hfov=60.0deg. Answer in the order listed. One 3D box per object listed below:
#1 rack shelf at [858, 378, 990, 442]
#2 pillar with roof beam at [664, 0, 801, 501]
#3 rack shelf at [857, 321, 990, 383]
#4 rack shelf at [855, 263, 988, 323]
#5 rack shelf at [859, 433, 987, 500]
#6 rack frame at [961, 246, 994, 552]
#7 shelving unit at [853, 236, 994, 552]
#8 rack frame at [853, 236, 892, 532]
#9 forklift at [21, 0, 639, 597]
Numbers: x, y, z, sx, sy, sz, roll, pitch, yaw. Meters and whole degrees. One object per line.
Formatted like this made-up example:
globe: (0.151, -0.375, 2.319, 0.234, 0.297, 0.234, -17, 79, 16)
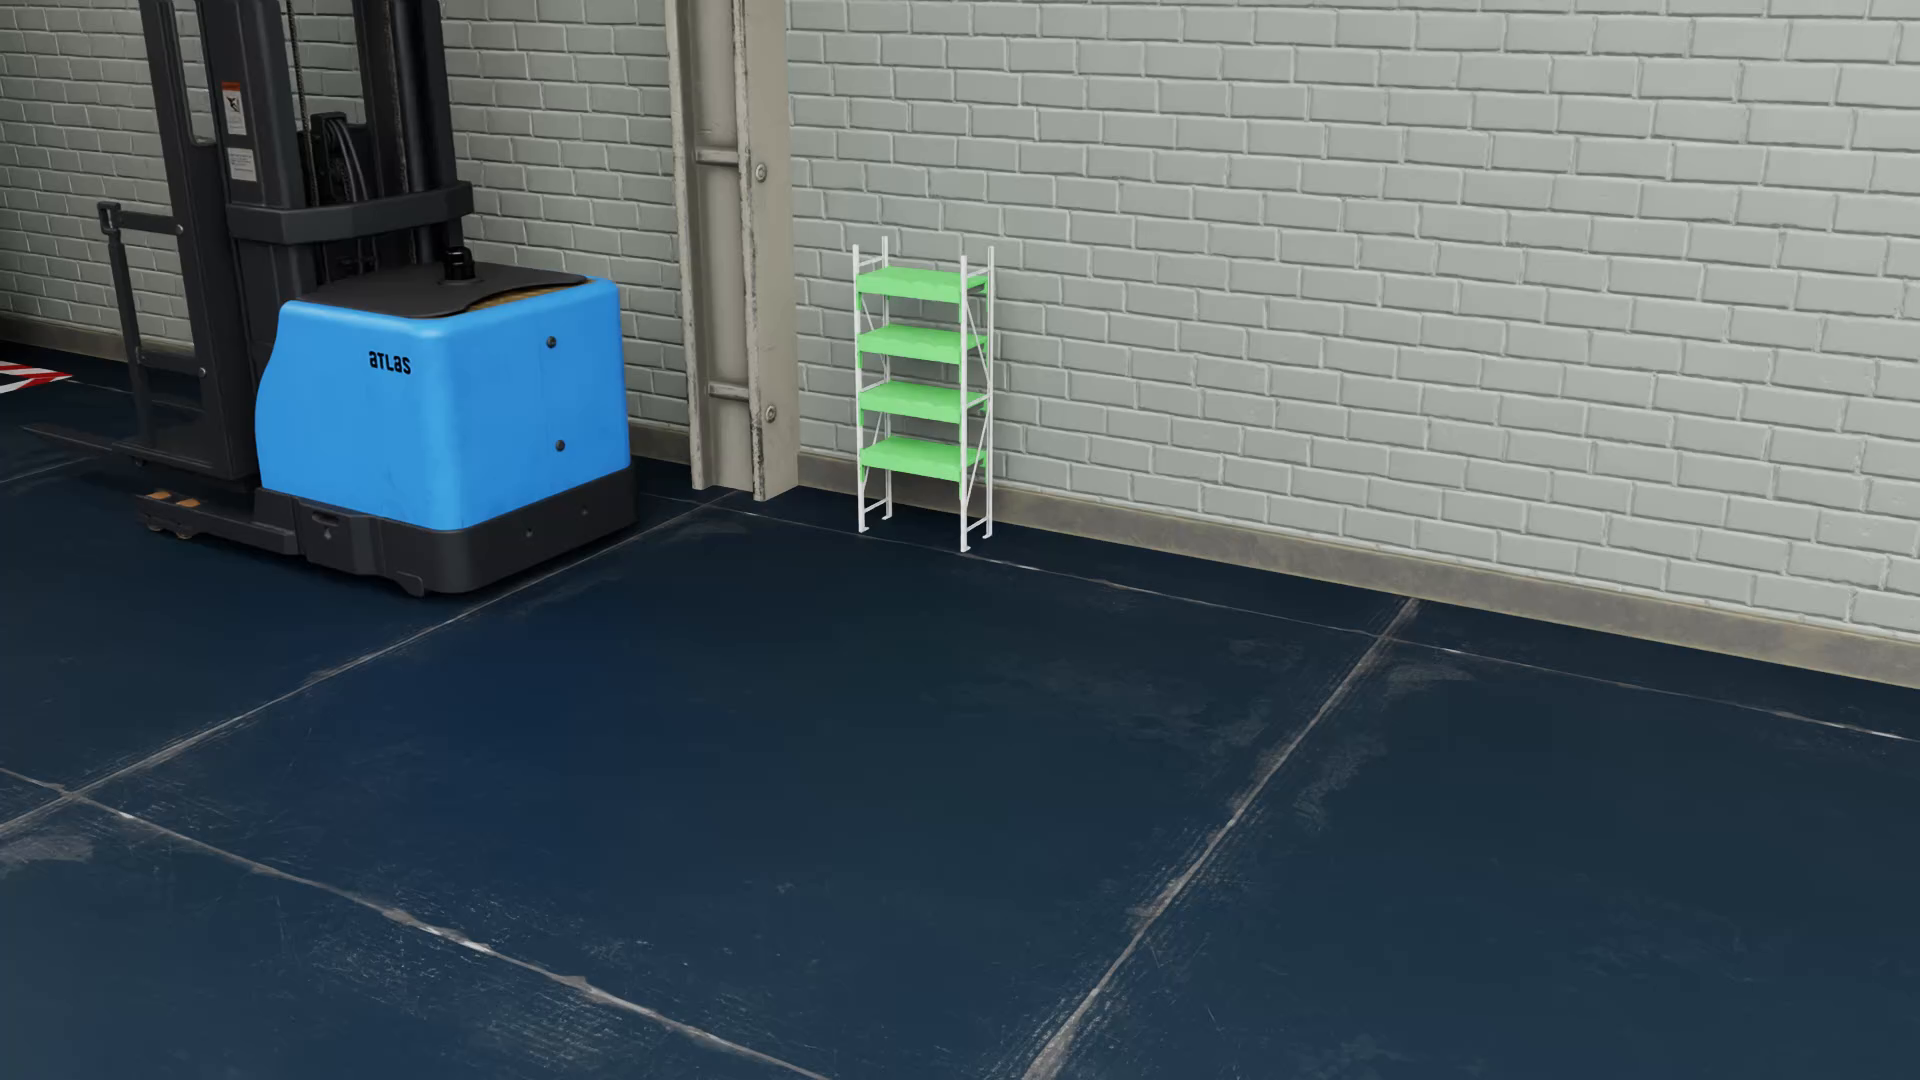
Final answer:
rack shelf: (-0.145, -0.531, 6.758, 0.480, 0.148, 0.258, 11, 23, 27)
pillar with roof beam: (-3.065, -3.196, 2.480, 0.400, 9.000, 9.100, 11, 23, 27)
rack shelf: (-0.145, -0.757, 6.676, 0.480, 0.148, 0.258, 11, 23, 27)
rack shelf: (-0.145, -0.983, 6.594, 0.480, 0.148, 0.258, 11, 23, 27)
rack shelf: (-0.145, -0.306, 6.840, 0.480, 0.148, 0.258, 11, 23, 27)
rack frame: (0.068, -0.551, 6.624, 0.015, 1.200, 0.240, 11, 23, 27)
shelving unit: (-0.145, -0.592, 6.736, 0.503, 1.200, 0.258, 11, 23, 27)
rack frame: (-0.358, -0.632, 6.848, 0.015, 1.200, 0.240, 11, 23, 27)
forklift: (-2.857, -1.520, 6.758, 3.031, 2.935, 1.130, 12, 23, 29)
